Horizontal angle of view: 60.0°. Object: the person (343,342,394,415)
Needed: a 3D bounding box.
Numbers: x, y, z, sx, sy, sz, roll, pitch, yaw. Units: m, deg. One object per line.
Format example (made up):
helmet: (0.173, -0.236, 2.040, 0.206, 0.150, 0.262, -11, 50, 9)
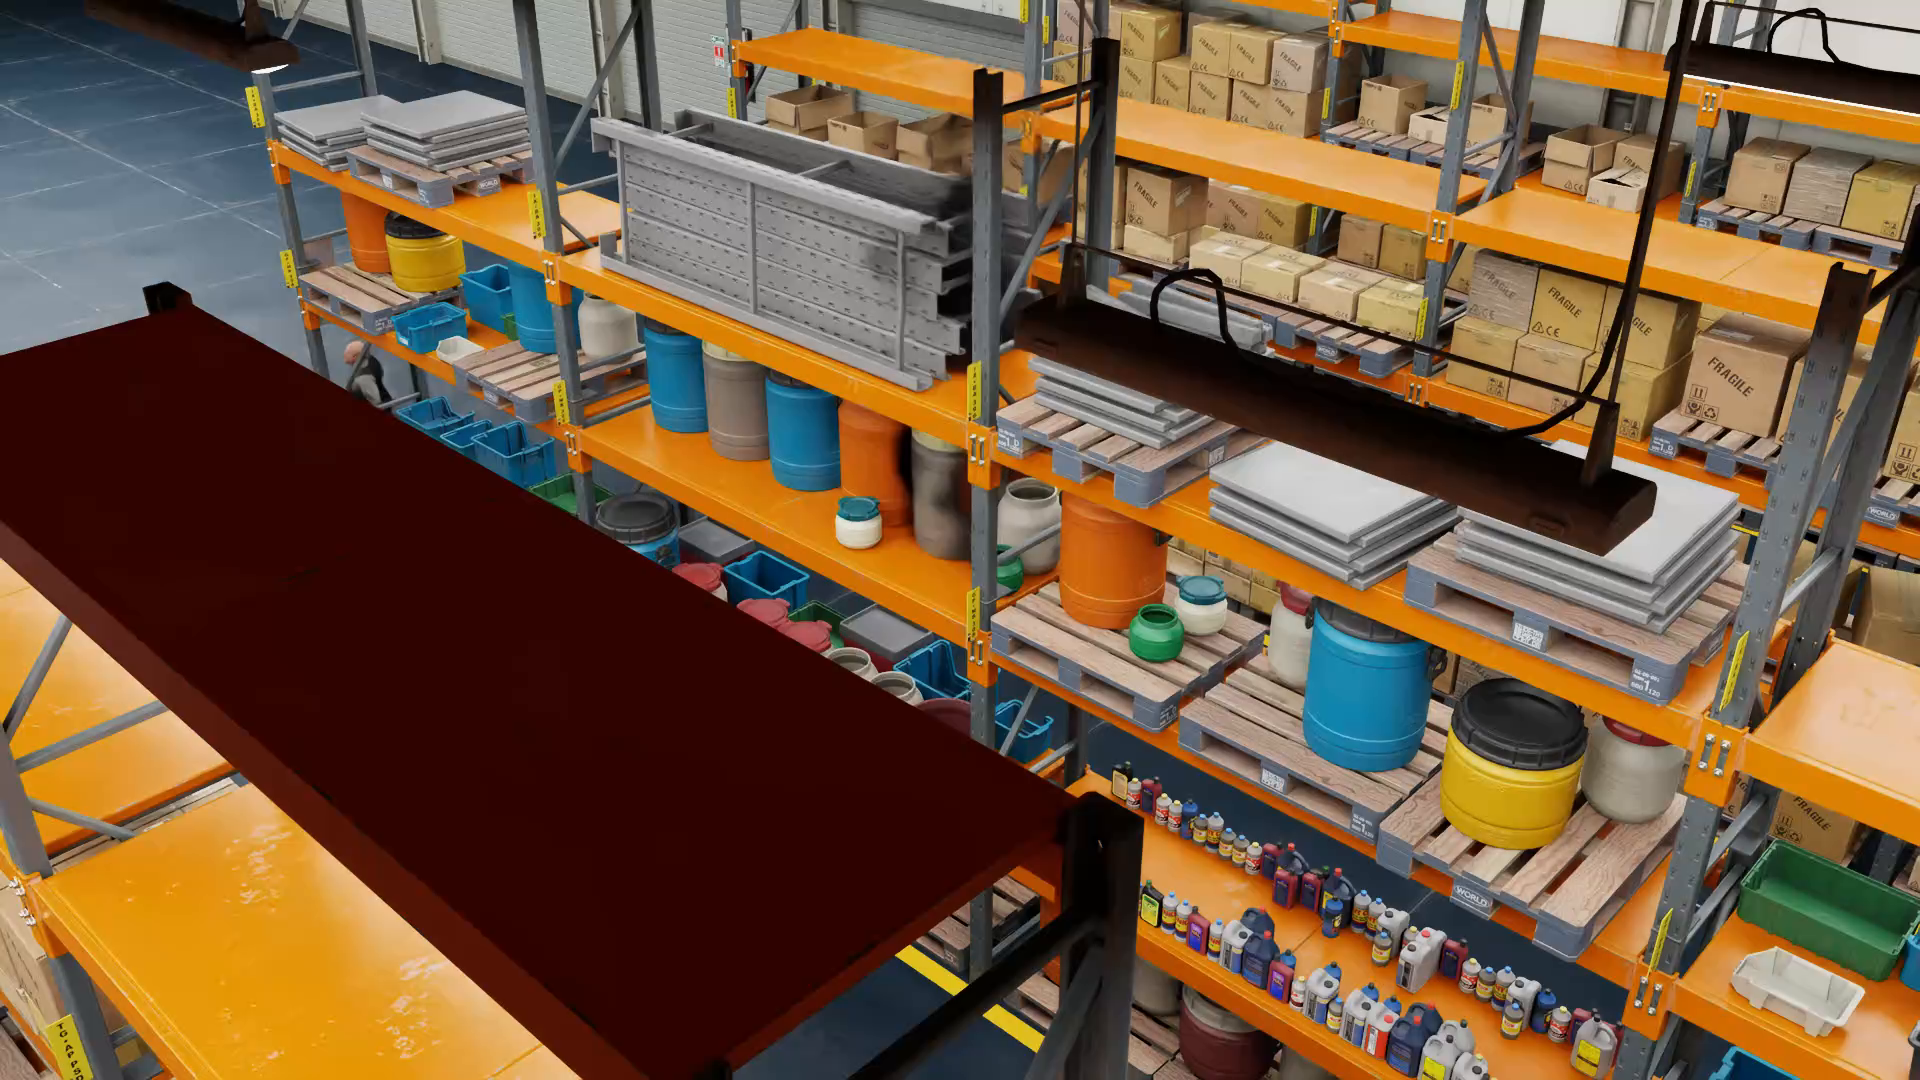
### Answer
person: (-5.860, -1.259, 16.807, 0.842, 1.666, 0.697, -1, 29, -2)
